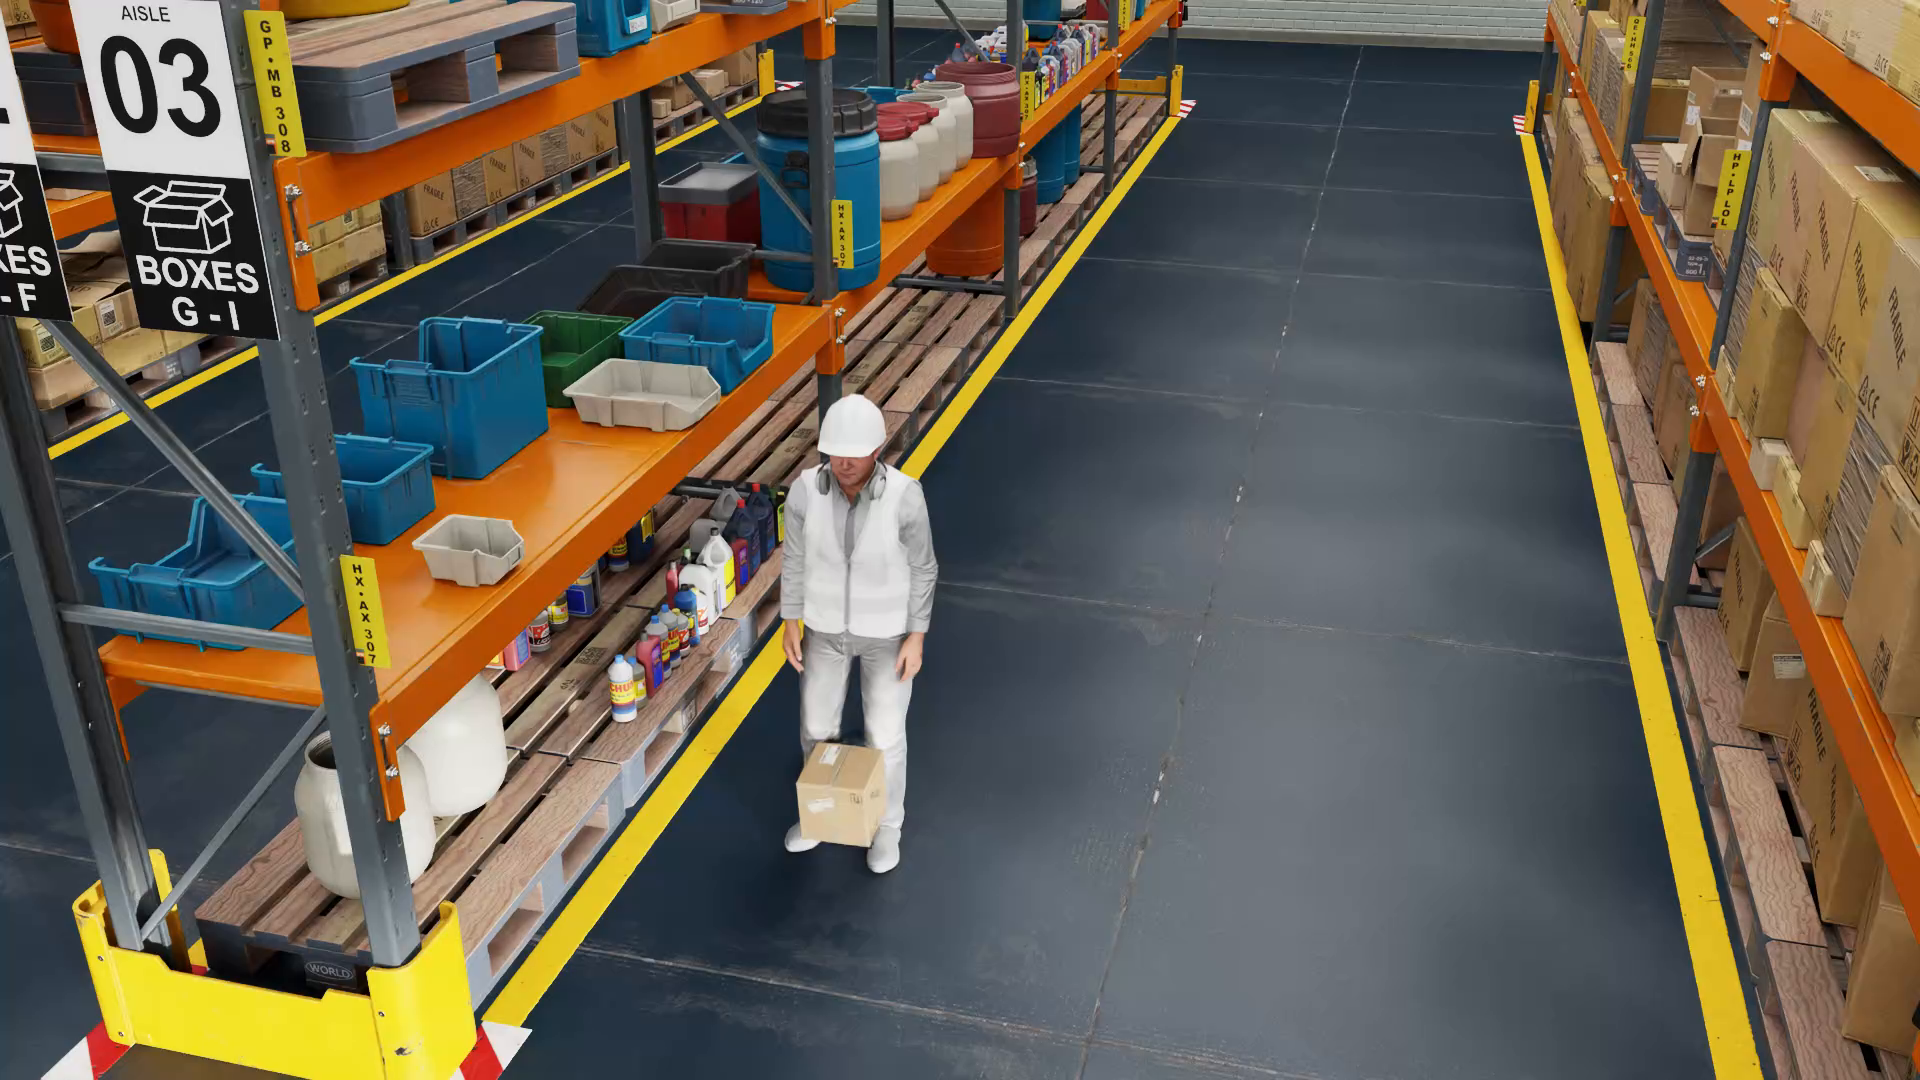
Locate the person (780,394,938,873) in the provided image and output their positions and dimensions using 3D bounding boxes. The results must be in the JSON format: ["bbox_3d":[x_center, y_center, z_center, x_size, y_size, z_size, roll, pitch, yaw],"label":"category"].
[{"bbox_3d":[-0.363,0.315,5.903,0.565,1.774,0.473,6,26,12],"label":"person"}]
